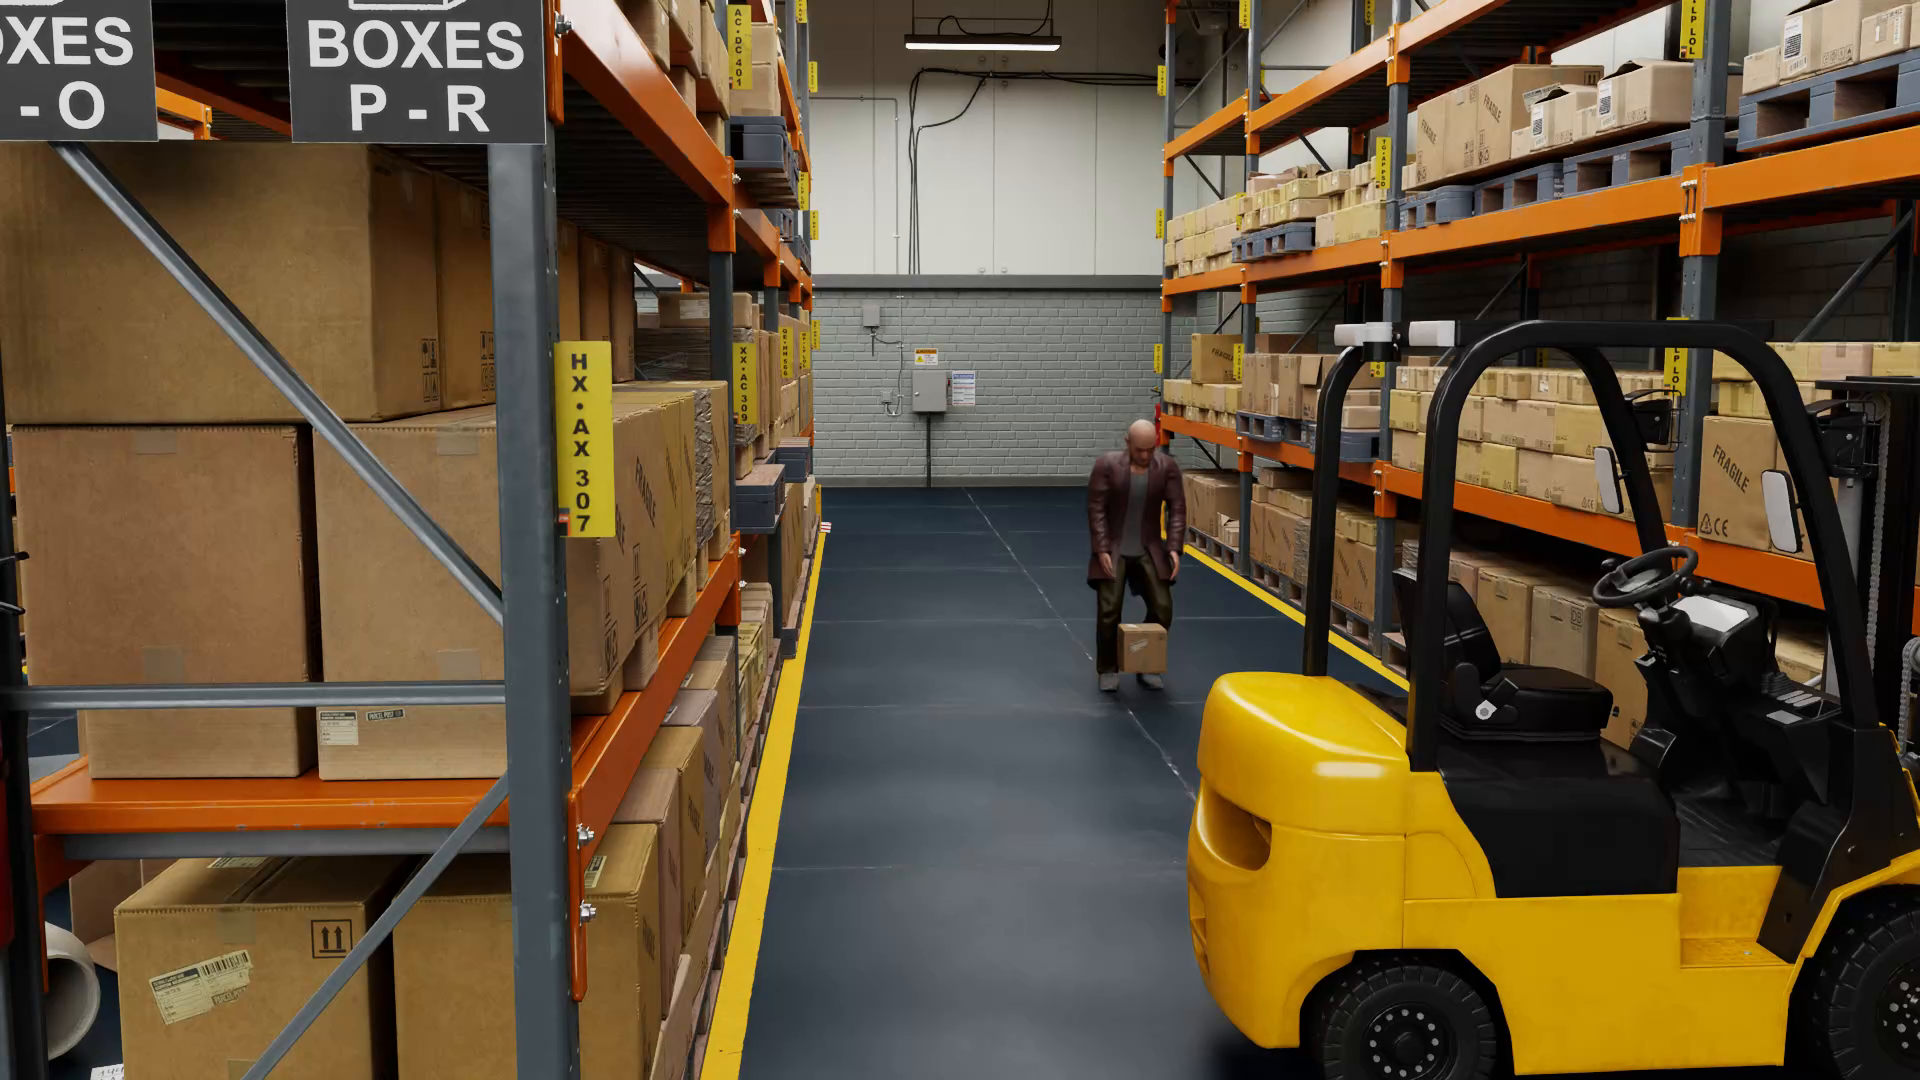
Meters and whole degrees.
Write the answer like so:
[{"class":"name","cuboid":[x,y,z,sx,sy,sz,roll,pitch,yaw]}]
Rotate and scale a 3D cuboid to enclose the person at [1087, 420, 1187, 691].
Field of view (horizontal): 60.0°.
[{"class":"person","cuboid":[1.073,0.085,10.151,0.611,1.654,0.515,0,7,-3]}]
